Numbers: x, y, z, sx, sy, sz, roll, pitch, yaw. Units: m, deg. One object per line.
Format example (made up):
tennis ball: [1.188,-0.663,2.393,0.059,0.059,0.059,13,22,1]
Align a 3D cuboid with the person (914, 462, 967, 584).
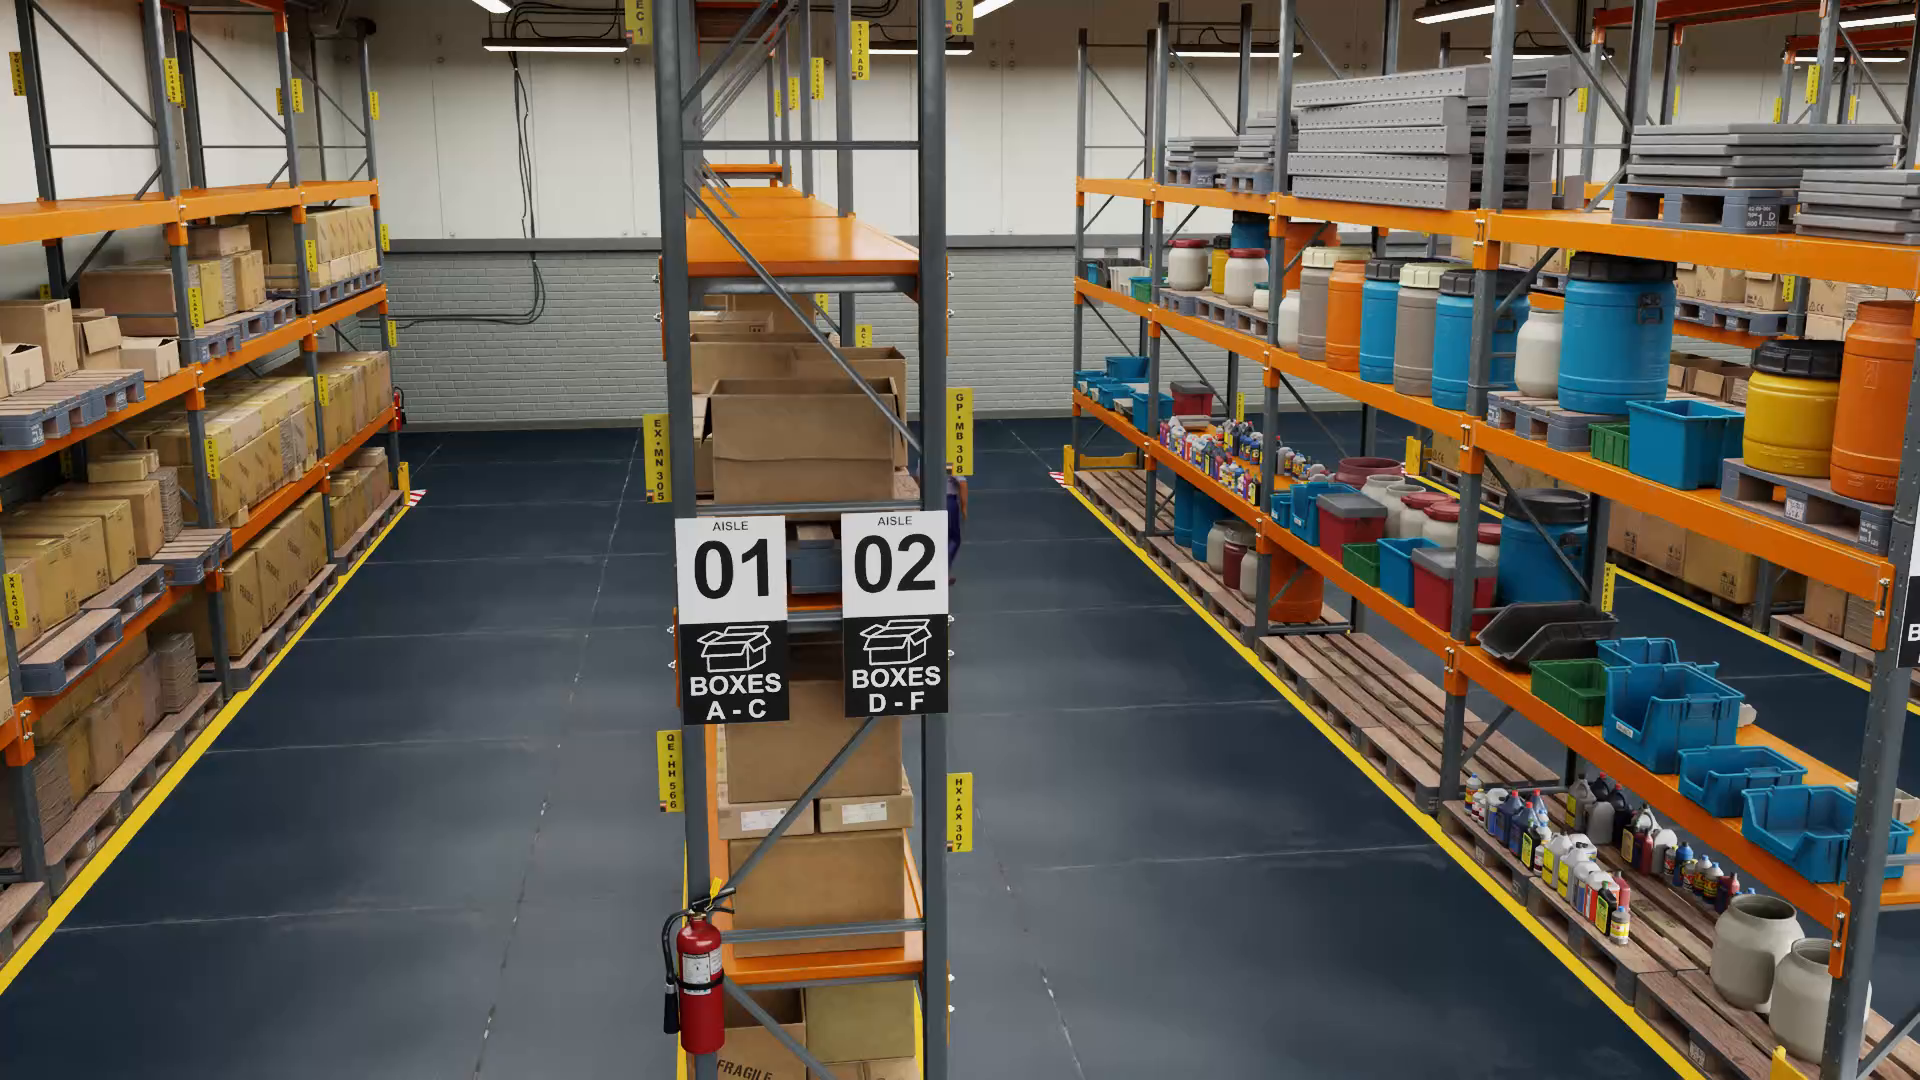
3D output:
person: [-0.254,-0.301,17.439,0.640,1.591,0.646,5,14,22]
